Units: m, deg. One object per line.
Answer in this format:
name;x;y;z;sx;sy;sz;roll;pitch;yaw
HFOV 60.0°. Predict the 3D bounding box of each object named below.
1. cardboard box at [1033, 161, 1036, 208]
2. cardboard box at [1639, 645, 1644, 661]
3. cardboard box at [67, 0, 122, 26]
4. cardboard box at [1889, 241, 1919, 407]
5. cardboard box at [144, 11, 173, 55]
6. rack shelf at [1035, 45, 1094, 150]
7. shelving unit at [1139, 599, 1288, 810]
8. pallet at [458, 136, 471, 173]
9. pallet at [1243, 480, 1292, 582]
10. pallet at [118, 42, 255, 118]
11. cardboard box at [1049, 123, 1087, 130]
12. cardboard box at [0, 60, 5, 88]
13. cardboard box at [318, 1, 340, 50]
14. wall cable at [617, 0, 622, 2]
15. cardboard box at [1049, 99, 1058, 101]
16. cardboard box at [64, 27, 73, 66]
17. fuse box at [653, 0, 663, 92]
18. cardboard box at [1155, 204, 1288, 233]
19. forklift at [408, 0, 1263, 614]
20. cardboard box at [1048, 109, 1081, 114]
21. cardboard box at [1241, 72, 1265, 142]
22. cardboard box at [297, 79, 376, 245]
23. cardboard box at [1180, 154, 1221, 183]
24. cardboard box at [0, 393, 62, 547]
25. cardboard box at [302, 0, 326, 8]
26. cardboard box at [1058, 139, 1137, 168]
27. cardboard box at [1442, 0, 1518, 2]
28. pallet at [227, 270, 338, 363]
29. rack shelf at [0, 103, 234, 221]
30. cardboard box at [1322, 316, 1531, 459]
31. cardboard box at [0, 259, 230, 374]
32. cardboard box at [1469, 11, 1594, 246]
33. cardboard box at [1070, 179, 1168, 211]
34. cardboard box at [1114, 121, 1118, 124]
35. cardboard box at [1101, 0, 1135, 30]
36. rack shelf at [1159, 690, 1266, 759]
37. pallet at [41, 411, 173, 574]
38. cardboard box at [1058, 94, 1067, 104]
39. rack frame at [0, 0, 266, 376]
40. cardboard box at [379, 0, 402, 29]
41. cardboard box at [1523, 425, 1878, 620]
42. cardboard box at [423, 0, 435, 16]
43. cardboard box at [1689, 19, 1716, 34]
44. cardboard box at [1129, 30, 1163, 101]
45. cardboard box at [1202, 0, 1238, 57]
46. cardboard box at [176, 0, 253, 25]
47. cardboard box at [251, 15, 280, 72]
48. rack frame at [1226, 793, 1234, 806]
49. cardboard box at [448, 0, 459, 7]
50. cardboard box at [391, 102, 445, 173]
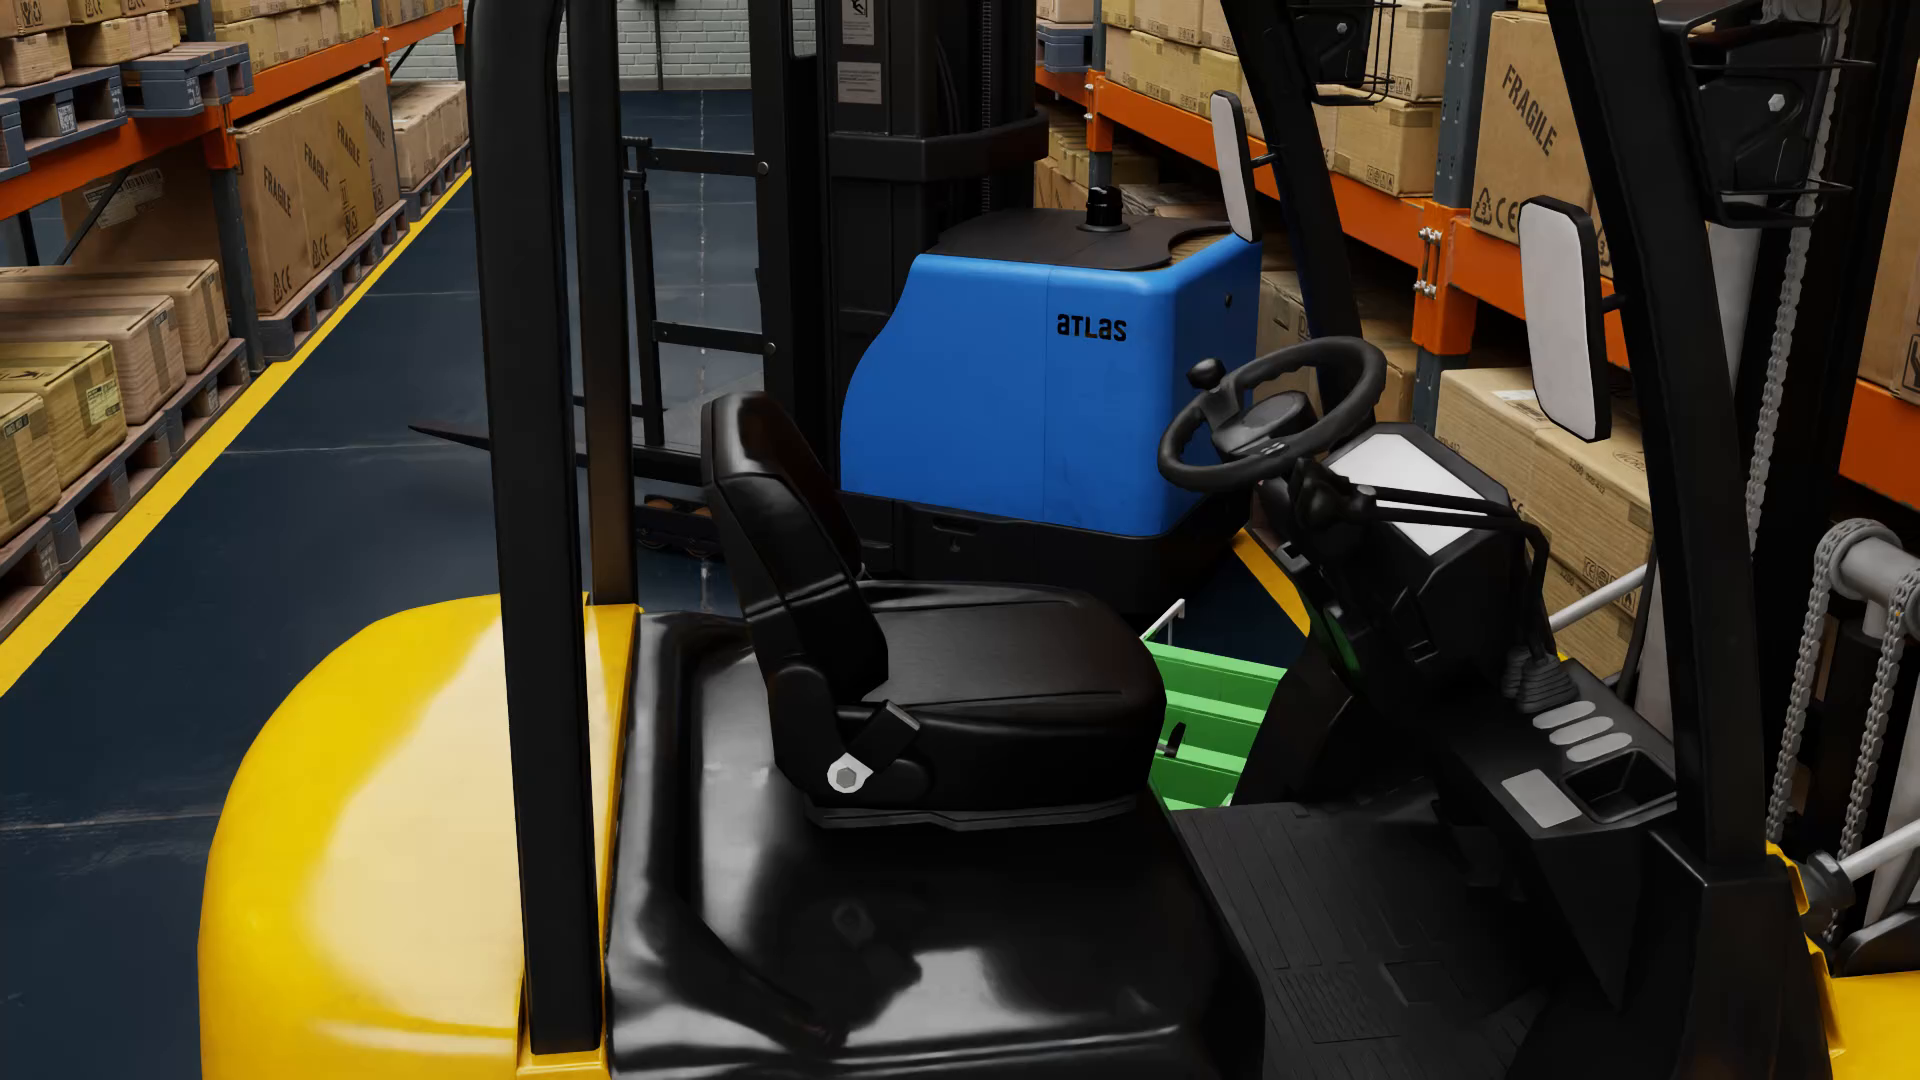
cardboard box;0.627;-2.116;10.068;0.500;0.500;0.500;-4;21;-10
cardboard box;1.610;0.353;3.099;0.500;0.250;0.500;-3;21;-8
cardboard box;-3.278;-2.056;5.766;0.500;0.500;0.500;-4;21;-11
cardboard box;1.733;-0.386;2.321;0.500;0.500;0.500;-3;21;-7
cardboard box;-3.307;-1.973;6.470;0.380;0.149;0.250;-3;21;-8
rack shelf;0.845;-2.777;9.892;1.077;0.370;4.000;-3;21;-8
shelving unit;0.535;0.505;3.963;0.503;0.258;1.200;10;24;27
pallet;-4.738;-3.360;14.411;1.003;0.211;1.213;-3;21;-8
pallet;1.565;0.017;5.369;1.003;0.211;1.213;-3;21;-8
pallet;-3.569;-1.838;6.625;1.213;0.211;1.003;-3;21;-8
cardboard box;0.648;-2.370;9.819;0.380;0.149;0.250;-4;21;-10
cardboard box;-3.141;-1.429;5.014;0.380;0.149;0.250;-3;21;-7
cardboard box;-3.914;-2.990;9.648;0.500;0.250;0.500;-3;21;-9
wall cable;-4.365;-7.442;19.902;0.588;1.984;0.122;-3;21;-8
cardboard box;0.462;-2.906;11.255;0.380;0.149;0.250;-3;21;-9
cardboard box;-3.313;-1.697;5.732;0.380;0.149;0.250;-3;21;-7
fuse box;-3.667;-6.342;20.252;0.539;1.711;0.414;-3;21;-8
cardboard box;1.312;-1.063;7.069;0.875;0.625;0.625;-2;21;-6
forklift;-0.562;-1.468;5.457;3.031;2.935;1.130;10;23;24
cardboard box;0.562;-2.635;10.530;0.380;0.149;0.250;-3;21;-8
cardboard box;1.260;-1.475;5.591;0.500;0.250;0.500;-3;21;-7
cardboard box;-4.048;-2.233;9.844;0.875;0.875;0.875;-2;21;-6
cardboard box;1.367;-1.947;8.688;0.380;0.149;0.250;-2;21;-5
cardboard box;-3.386;-0.181;5.068;0.950;0.372;0.625;-2;21;-4
cardboard box;-3.799;-3.050;9.095;0.500;0.250;0.500;-3;21;-7
cardboard box;0.748;-2.095;9.085;0.380;0.149;0.250;-4;21;-10
cardboard box;1.441;-1.494;4.359;0.380;0.149;0.250;-2;21;-6
pallet;-3.817;-1.140;8.467;1.003;0.211;1.213;-3;21;-8
rack shelf;-3.489;-1.140;5.510;1.077;0.370;4.000;-3;21;-8
cardboard box;1.624;-0.301;5.028;0.875;0.625;0.625;-2;21;-5
cardboard box;-3.706;-0.939;7.099;0.950;0.372;0.625;-4;21;-11
cardboard box;1.516;-0.916;3.740;0.500;0.500;0.500;-3;21;-9
cardboard box;0.860;-1.583;8.638;0.500;0.500;0.500;-2;21;-6
cardboard box;1.131;-2.488;10.135;0.380;0.149;0.250;-4;21;-10
cardboard box;0.931;-2.418;7.403;0.500;0.250;0.500;-3;21;-8
rack shelf;0.565;0.485;4.015;0.480;0.258;0.148;10;24;27
pallet;-3.494;-0.171;5.873;1.003;0.211;1.213;-3;21;-8
cardboard box;0.895;-3.023;11.568;0.380;0.149;0.250;-4;21;-10
rack frame;-3.778;-2.170;7.238;1.000;3.000;0.127;-3;21;-8
cardboard box;-4.163;-3.777;11.399;0.500;0.500;0.500;-2;21;-6
cardboard box;1.533;-0.052;3.470;0.500;0.250;0.500;-3;21;-8
cardboard box;-4.371;-4.302;12.805;0.500;0.500;0.500;-2;21;-6
cardboard box;1.562;-0.996;3.025;0.380;0.149;0.250;-2;21;-7
cardboard box;1.023;-2.011;7.027;0.500;0.250;0.500;-3;21;-9
cardboard box;1.183;-1.888;5.984;0.500;0.250;0.500;-3;21;-7
cardboard box;-3.606;-2.521;7.680;0.500;0.250;0.500;-3;21;-8
cardboard box;-3.691;-2.458;8.225;0.500;0.250;0.500;-4;21;-9
rack frame;0.749;0.544;3.853;0.015;0.240;1.200;10;24;27
cardboard box;-4.599;-4.833;14.225;0.500;0.500;0.500;-3;21;-7
cardboard box;-4.468;-3.084;12.747;0.875;0.438;0.875;-4;21;-9
